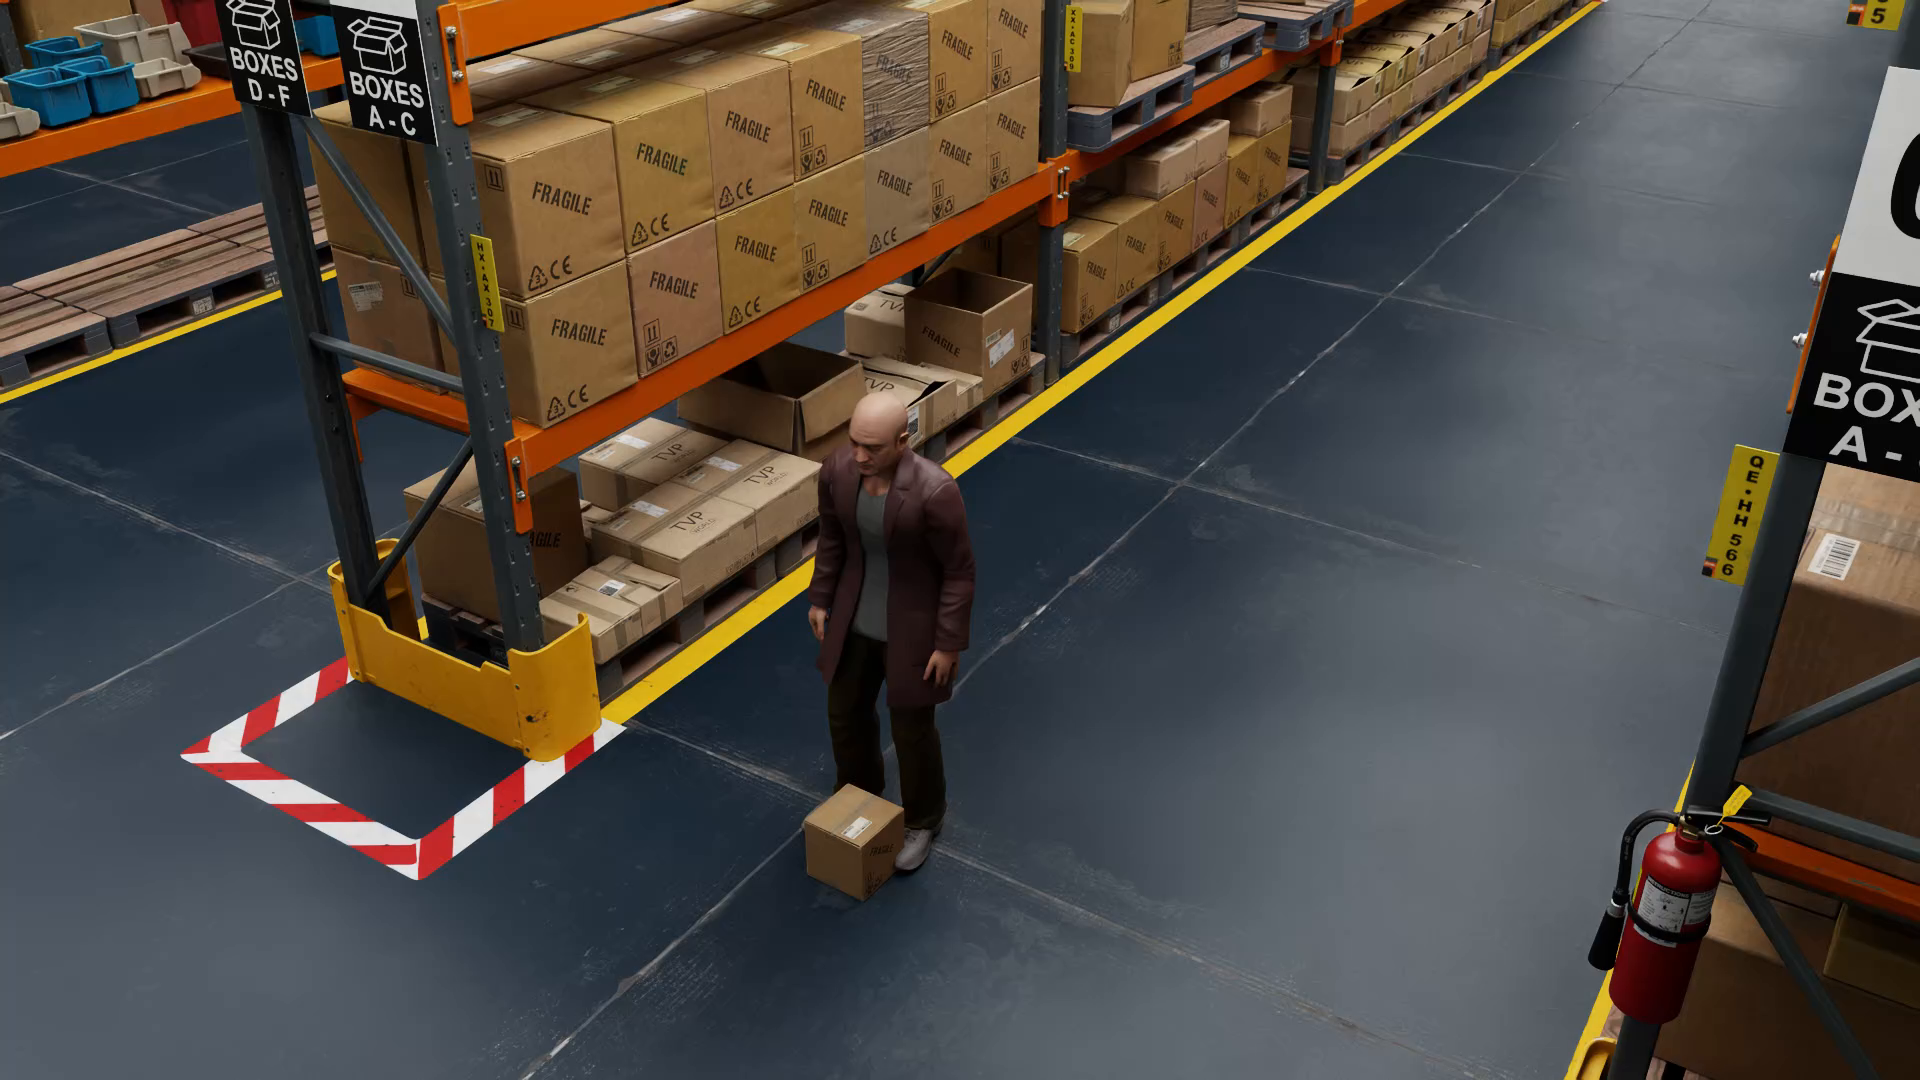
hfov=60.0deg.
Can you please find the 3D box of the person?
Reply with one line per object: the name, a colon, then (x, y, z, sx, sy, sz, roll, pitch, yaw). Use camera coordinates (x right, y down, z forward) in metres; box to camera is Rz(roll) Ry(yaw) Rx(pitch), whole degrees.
person: (-0.249, 0.291, 5.644, 0.640, 1.773, 0.427, 17, 34, 27)
